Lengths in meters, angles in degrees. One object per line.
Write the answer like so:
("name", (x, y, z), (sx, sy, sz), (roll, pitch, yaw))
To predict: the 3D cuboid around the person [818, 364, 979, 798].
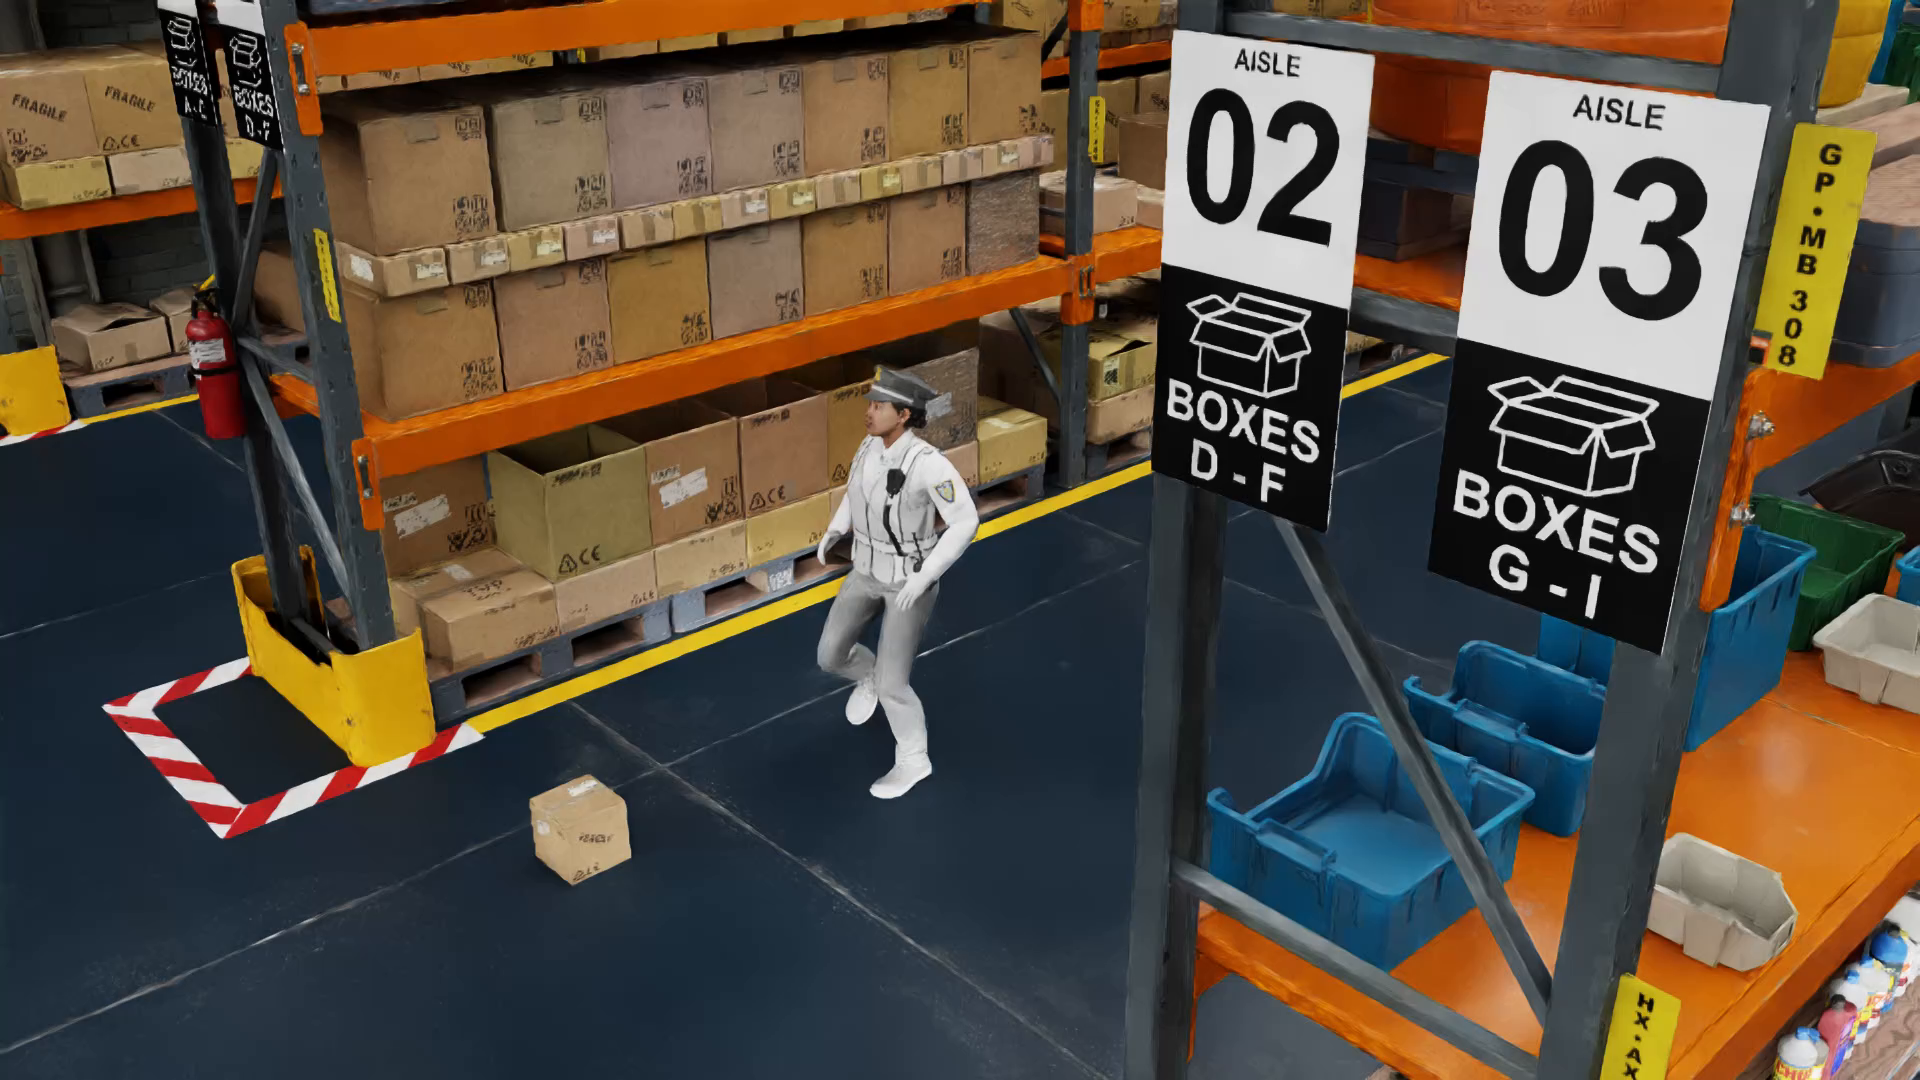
("person", (-0.259, 0.141, 6.300), (0.727, 1.670, 0.461), (22, 32, 39))
